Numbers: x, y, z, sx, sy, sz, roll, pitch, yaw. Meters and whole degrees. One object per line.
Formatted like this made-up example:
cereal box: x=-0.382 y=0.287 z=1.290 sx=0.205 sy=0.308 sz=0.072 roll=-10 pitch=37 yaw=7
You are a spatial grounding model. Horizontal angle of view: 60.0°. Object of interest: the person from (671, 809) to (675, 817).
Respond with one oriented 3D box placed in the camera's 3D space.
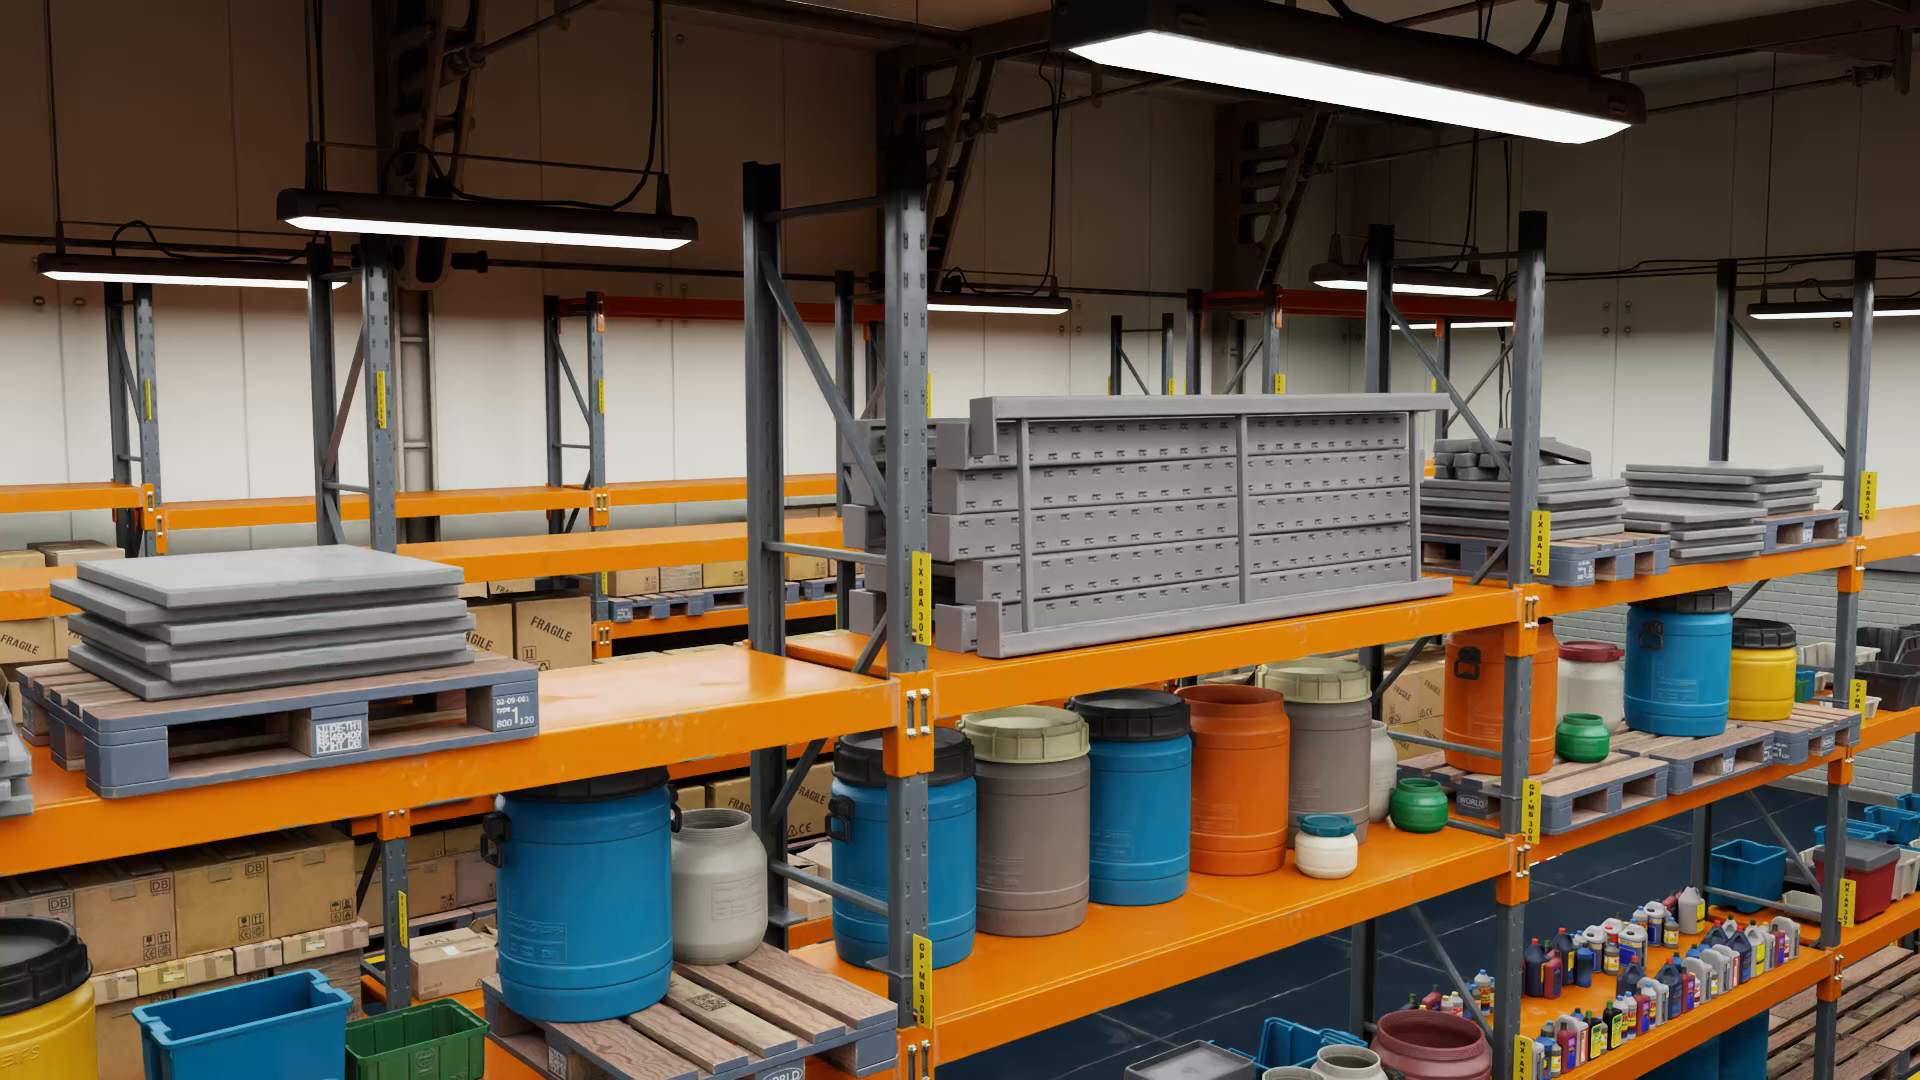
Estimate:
person: x=-2.619 y=2.897 z=14.689 sx=0.618 sy=1.731 sz=0.623 roll=-2 pitch=6 yaw=-21
